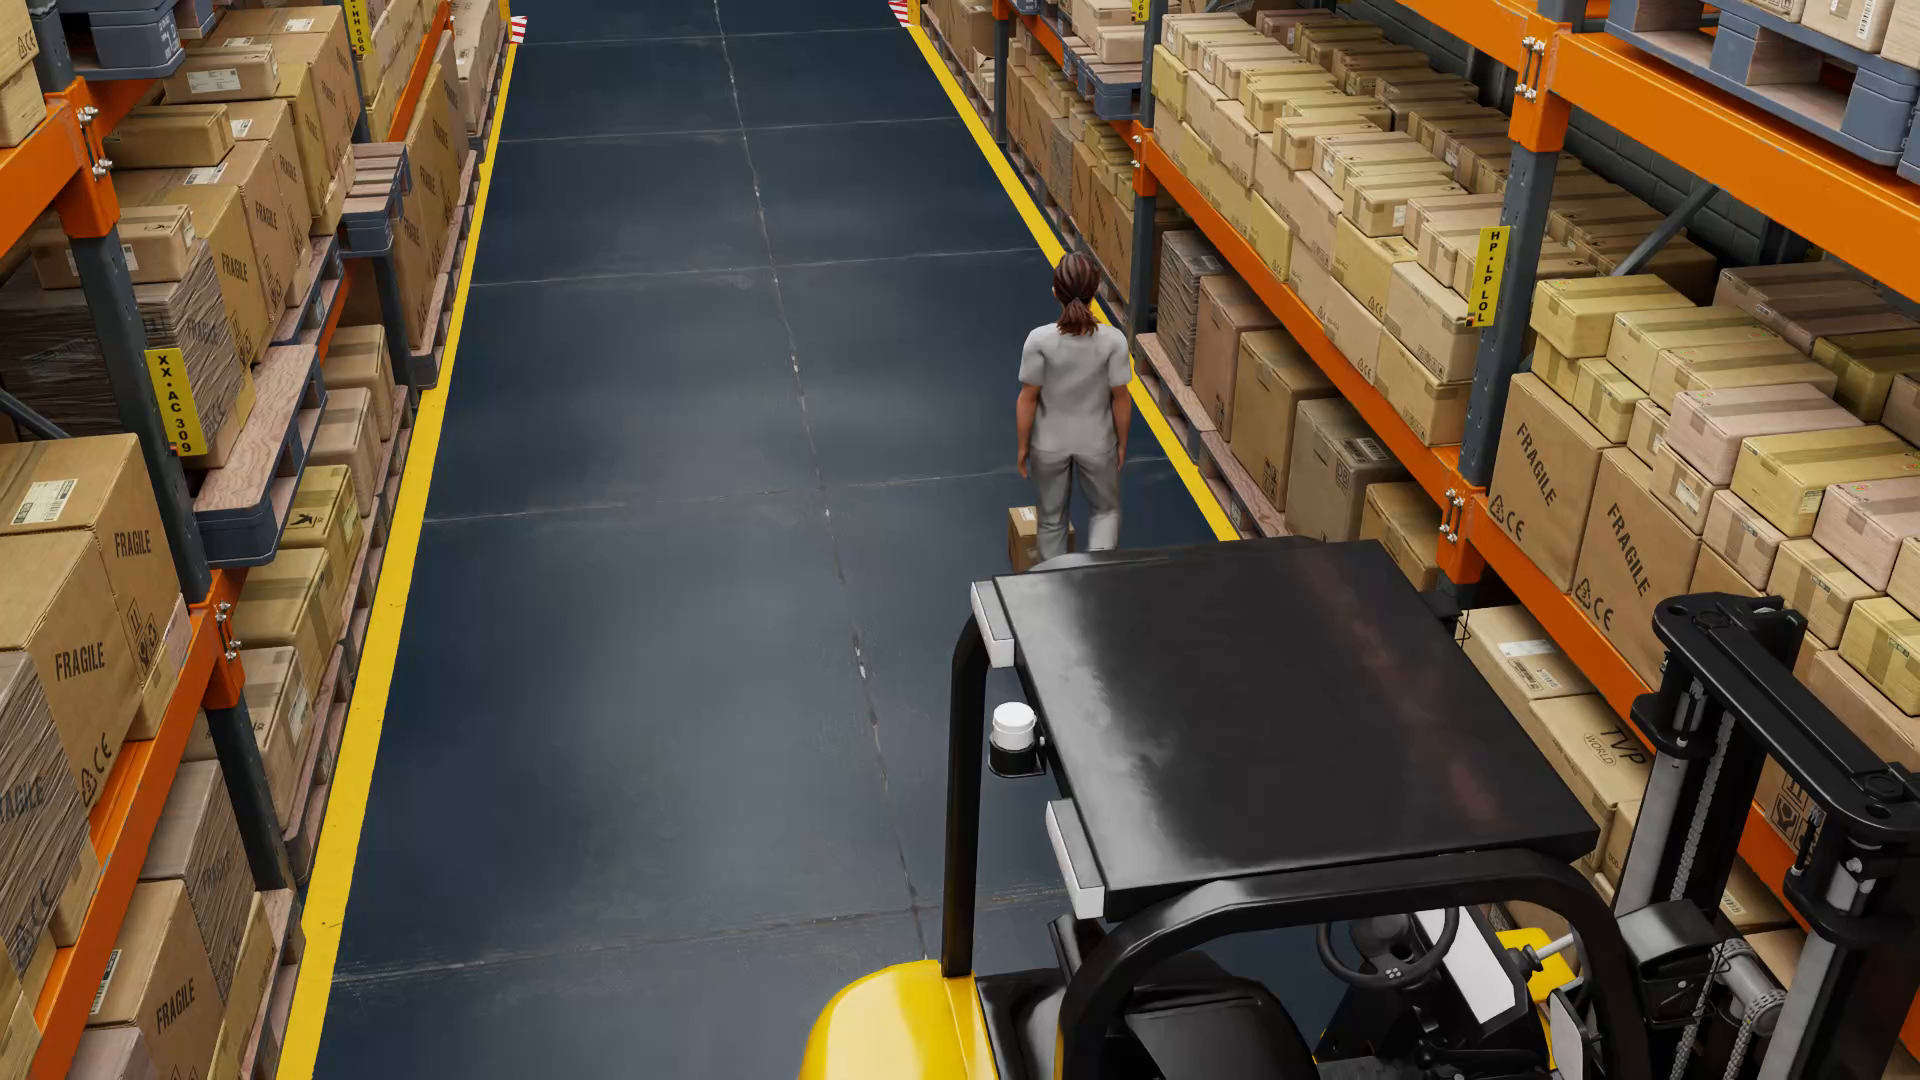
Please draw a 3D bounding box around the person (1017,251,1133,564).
[{"bbox_3d":[0.452,-0.350,6.691,0.456,1.672,0.534,1,31,1],"label":"person"}]
